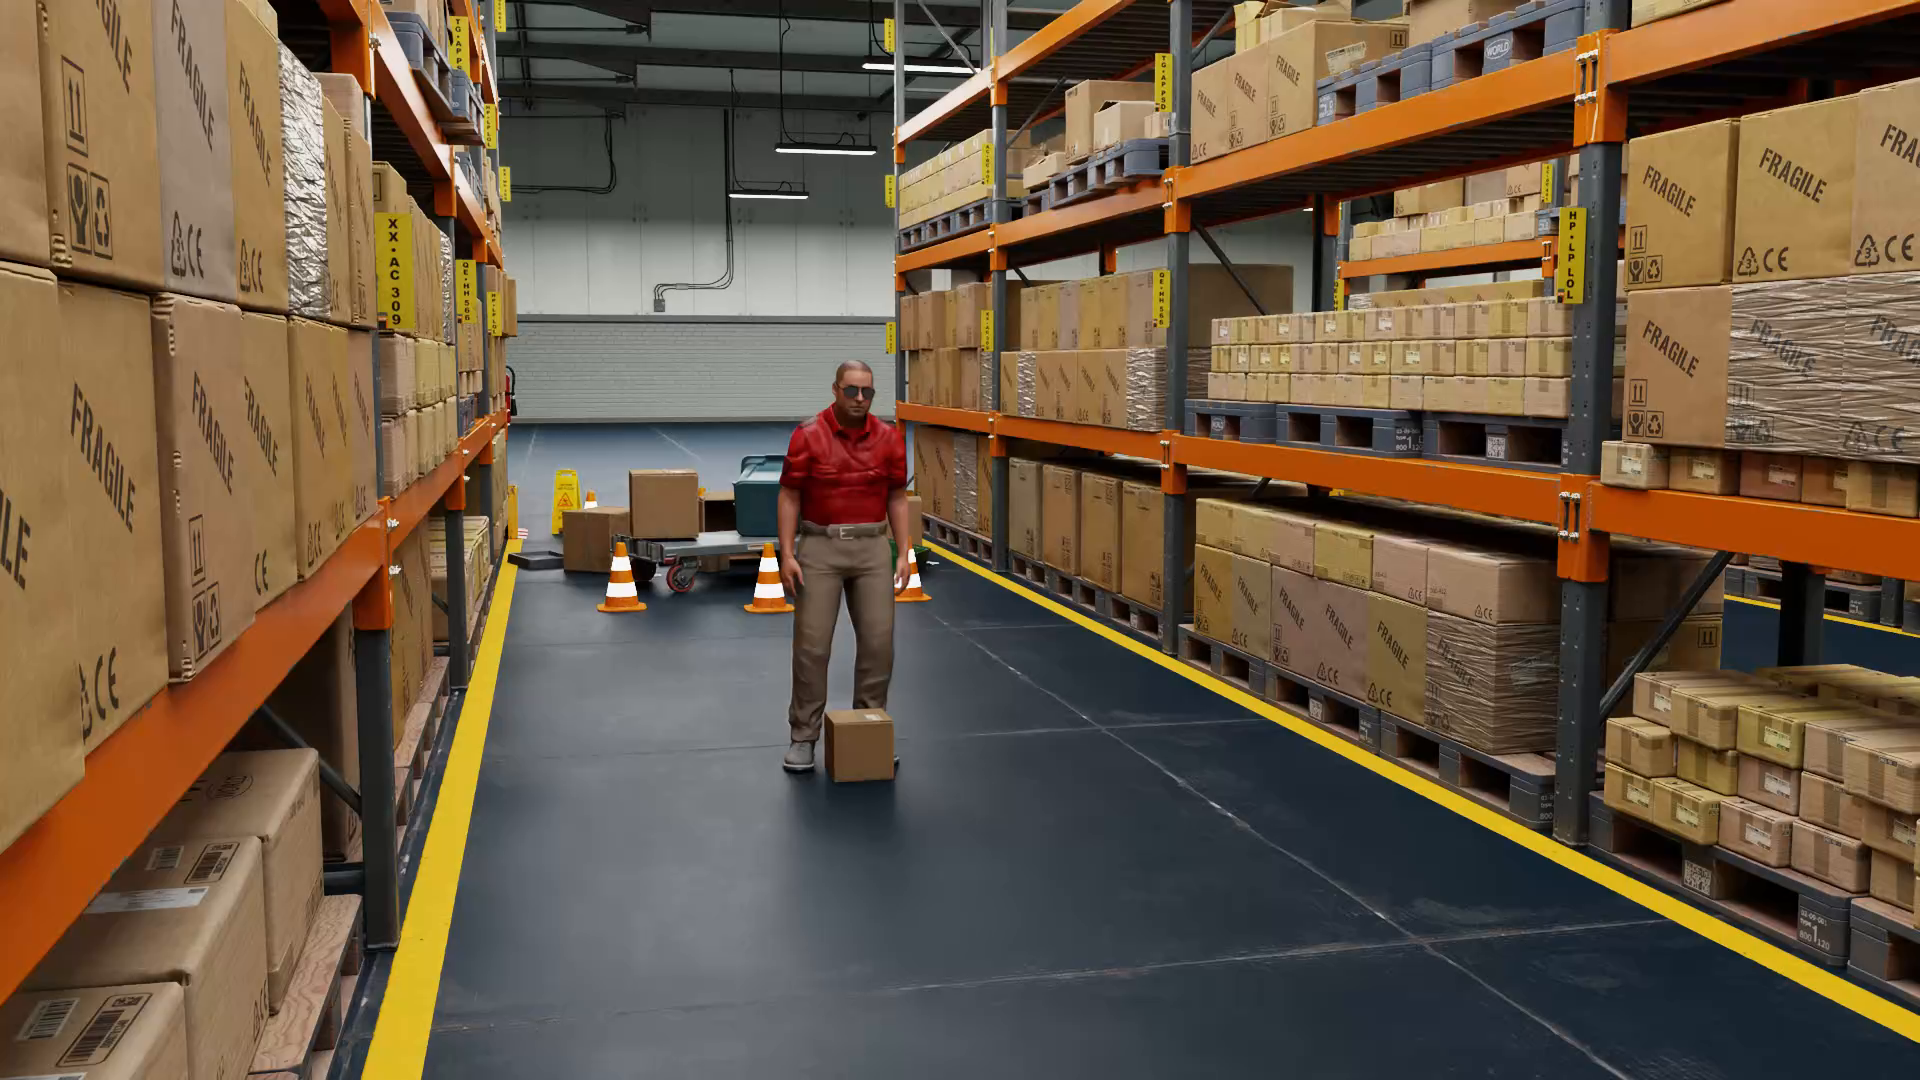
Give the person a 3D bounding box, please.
[{"bbox_3d":[-0.490,0.095,7.120,0.594,1.725,0.390,-2,6,-17],"label":"person"}]
